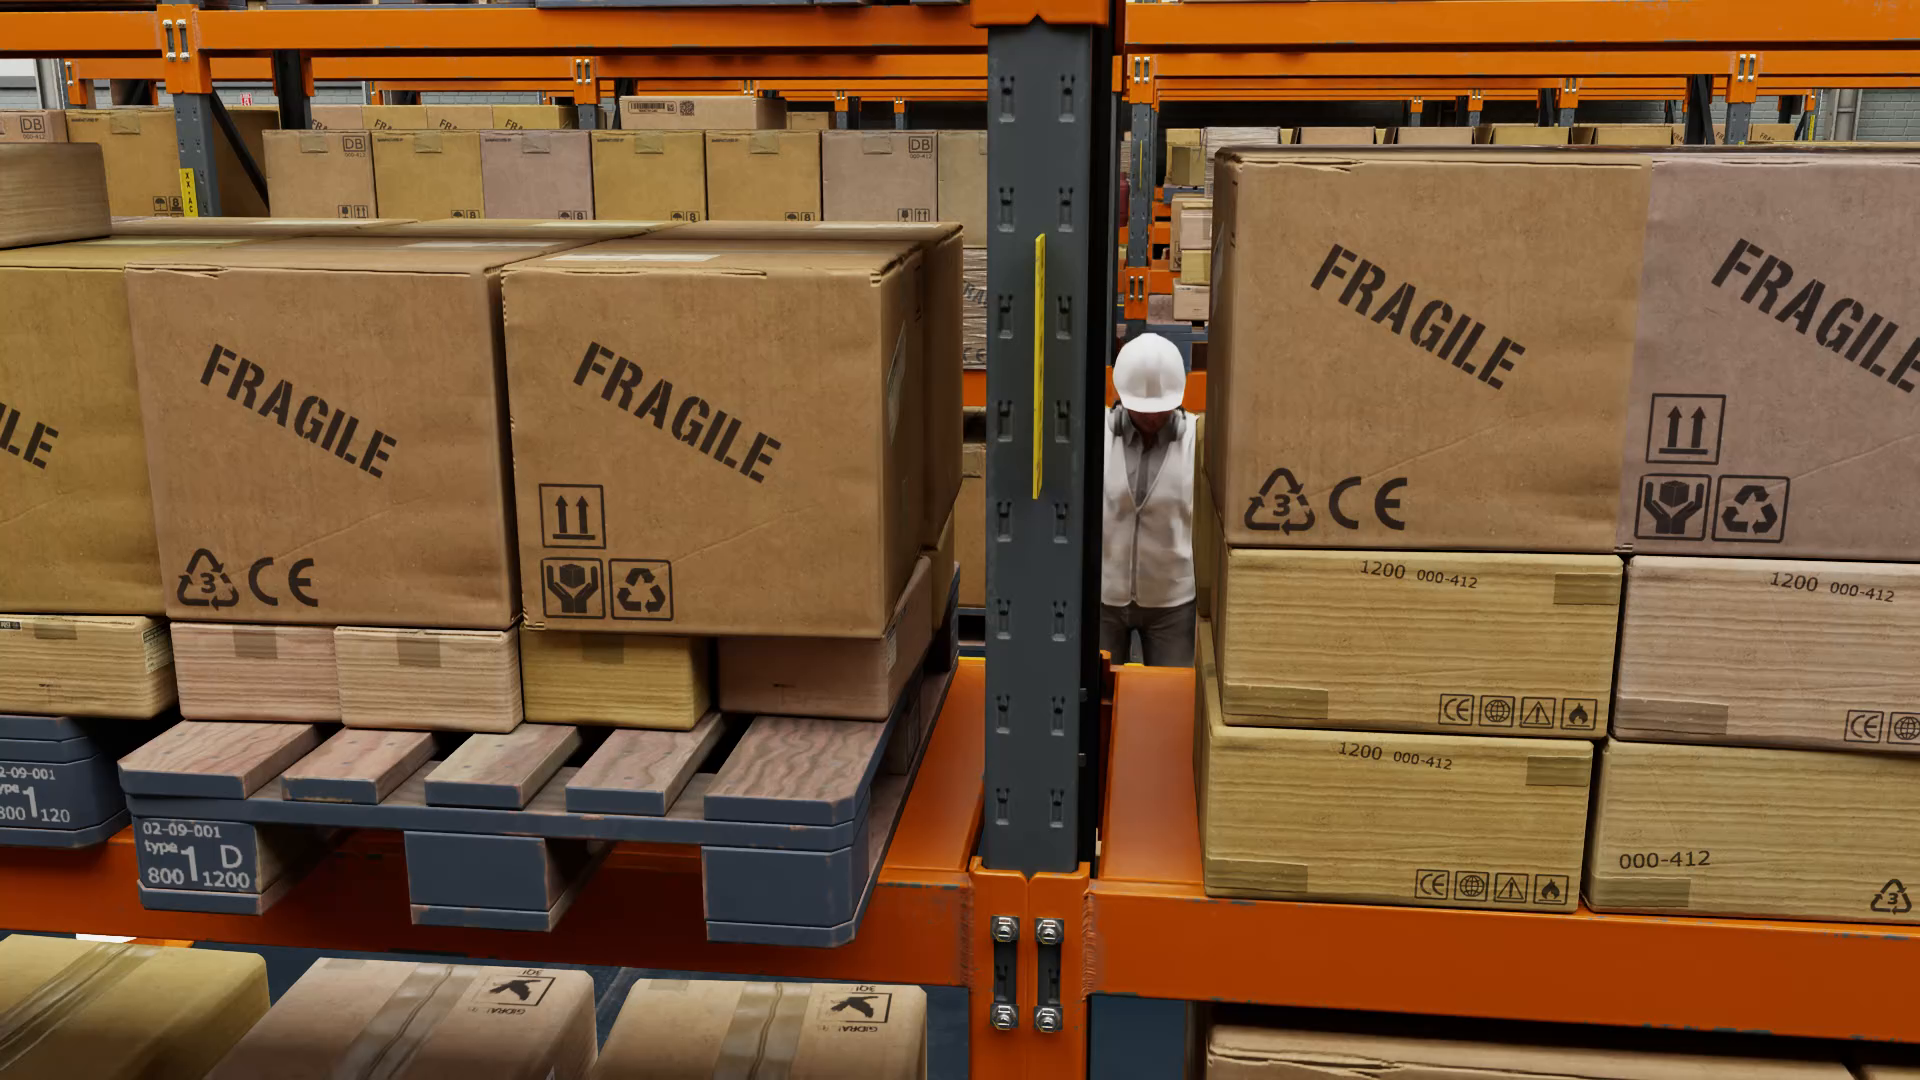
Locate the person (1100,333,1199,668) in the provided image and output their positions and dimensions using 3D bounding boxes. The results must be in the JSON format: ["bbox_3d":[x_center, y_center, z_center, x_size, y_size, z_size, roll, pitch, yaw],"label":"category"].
[{"bbox_3d":[0.586,0.192,5.300,0.556,1.729,0.457,2,14,8],"label":"person"}]
